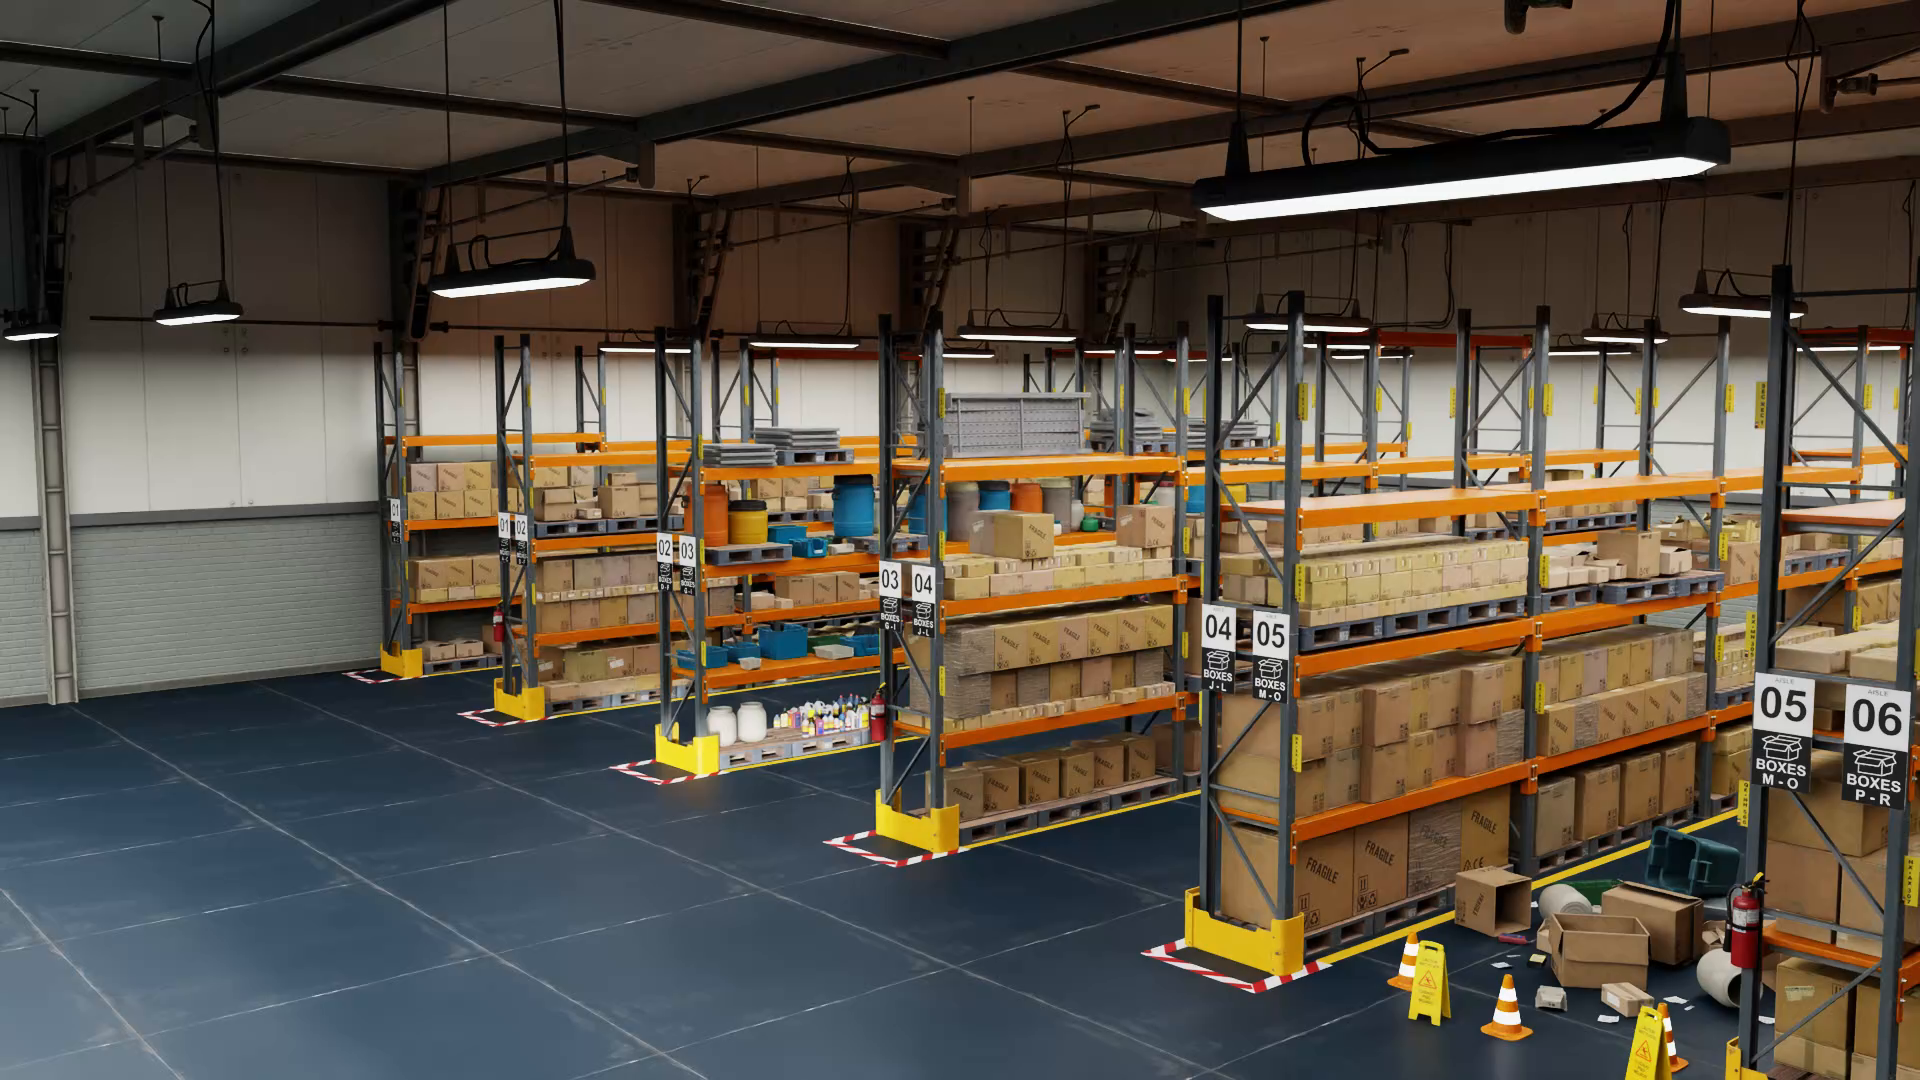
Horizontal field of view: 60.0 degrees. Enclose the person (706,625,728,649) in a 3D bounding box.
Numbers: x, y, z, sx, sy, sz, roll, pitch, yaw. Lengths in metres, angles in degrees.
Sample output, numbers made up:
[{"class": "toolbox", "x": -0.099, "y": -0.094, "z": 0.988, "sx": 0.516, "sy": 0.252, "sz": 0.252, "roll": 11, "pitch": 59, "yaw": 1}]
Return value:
[{"class": "person", "x": -4.794, "y": 1.349, "z": 32.386, "sx": 0.574, "sy": 1.815, "sz": 0.519, "roll": -2, "pitch": 6, "yaw": -20}]
